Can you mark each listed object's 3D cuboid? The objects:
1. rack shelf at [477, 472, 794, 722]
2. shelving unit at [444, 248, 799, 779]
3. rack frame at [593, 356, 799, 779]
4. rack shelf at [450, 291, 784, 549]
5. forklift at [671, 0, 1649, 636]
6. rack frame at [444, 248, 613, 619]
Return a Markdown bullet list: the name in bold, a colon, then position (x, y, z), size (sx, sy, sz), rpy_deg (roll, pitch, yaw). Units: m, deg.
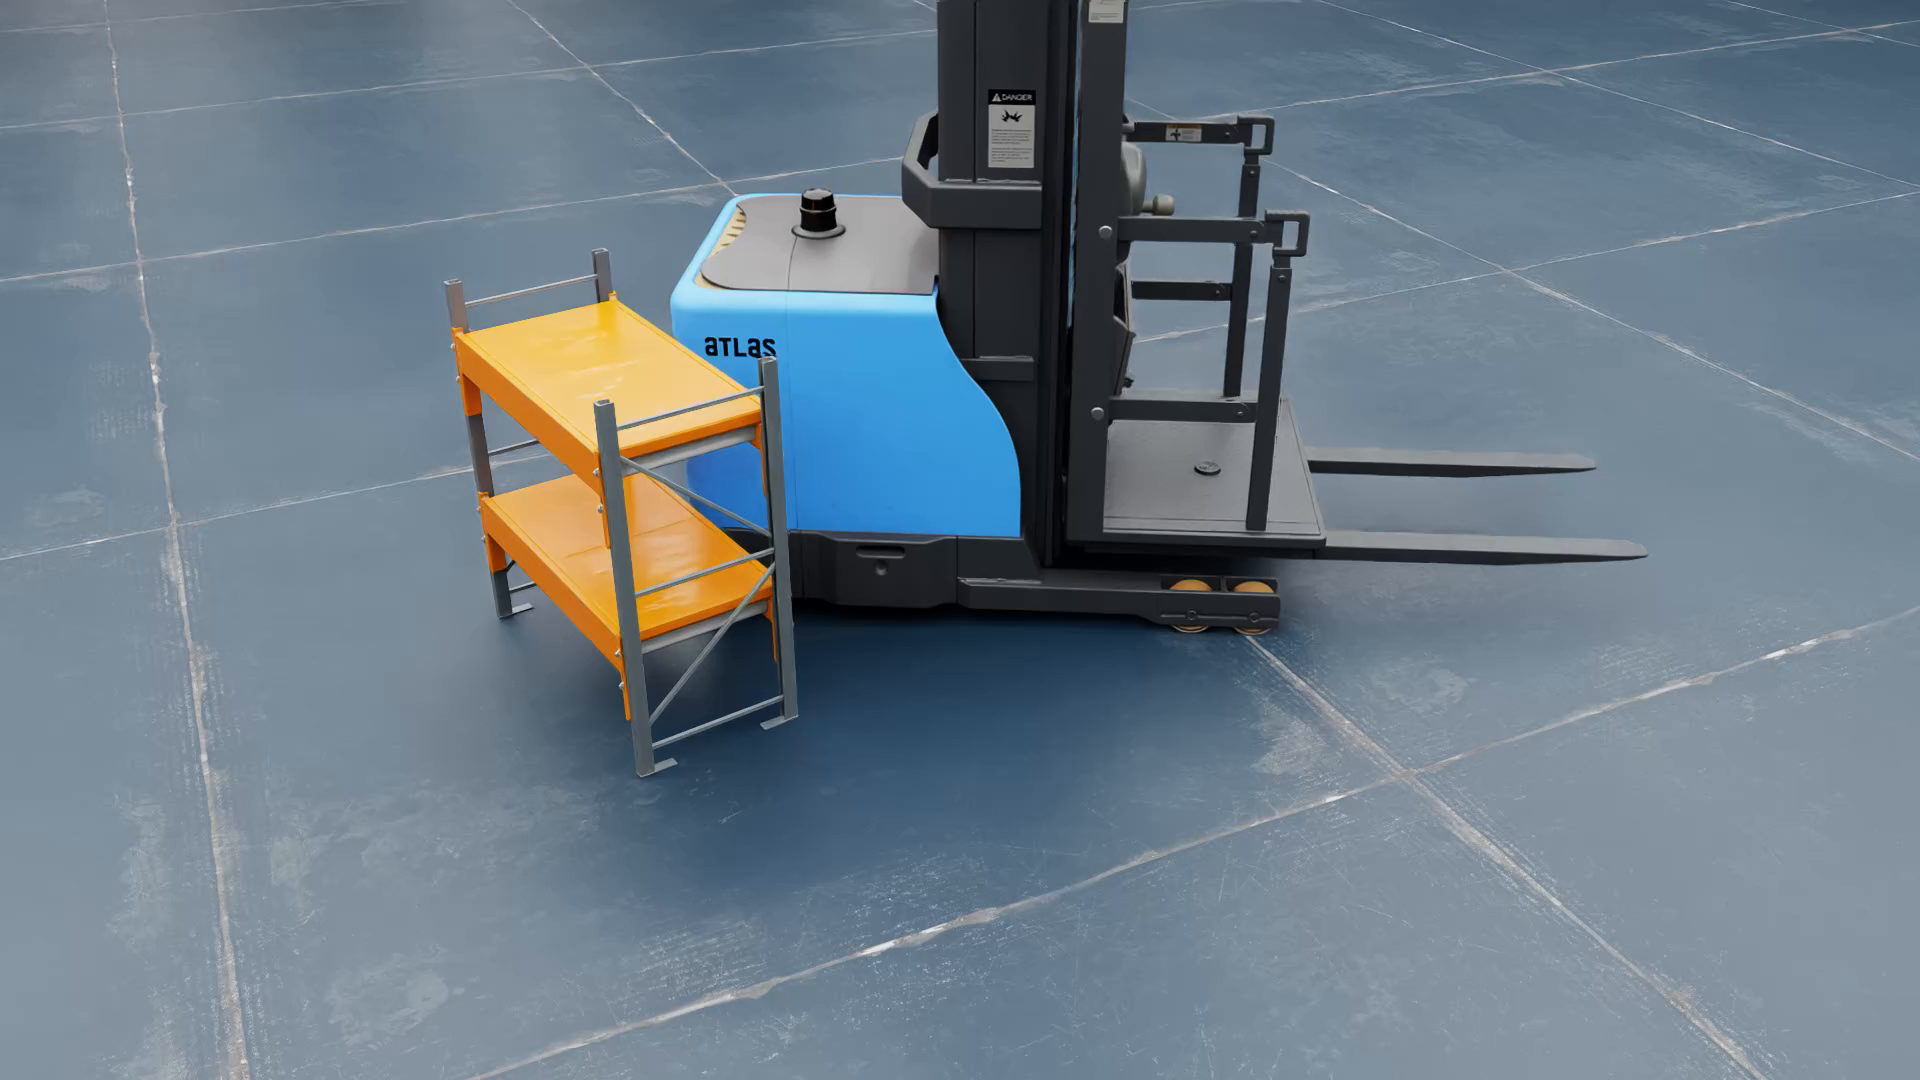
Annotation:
- **rack shelf**: position (-0.976, 0.100, 4.921), size (0.538, 0.278, 1.000), rpy_deg (-19, 35, -30)
- **shelving unit**: position (-0.976, -0.113, 4.801), size (0.538, 1.125, 1.048), rpy_deg (-19, 35, -30)
- **rack frame**: position (-0.682, 0.090, 4.439), size (0.500, 1.125, 0.032), rpy_deg (-19, 35, -30)
- **rack shelf**: position (-0.976, -0.368, 4.658), size (0.538, 0.278, 1.000), rpy_deg (-19, 35, -30)
- **forklift**: position (0.671, -1.249, 4.981), size (3.031, 2.935, 1.130), rpy_deg (2, 29, 3)
- **rack frame**: position (-1.270, -0.316, 5.163), size (0.500, 1.125, 0.032), rpy_deg (-19, 35, -30)
